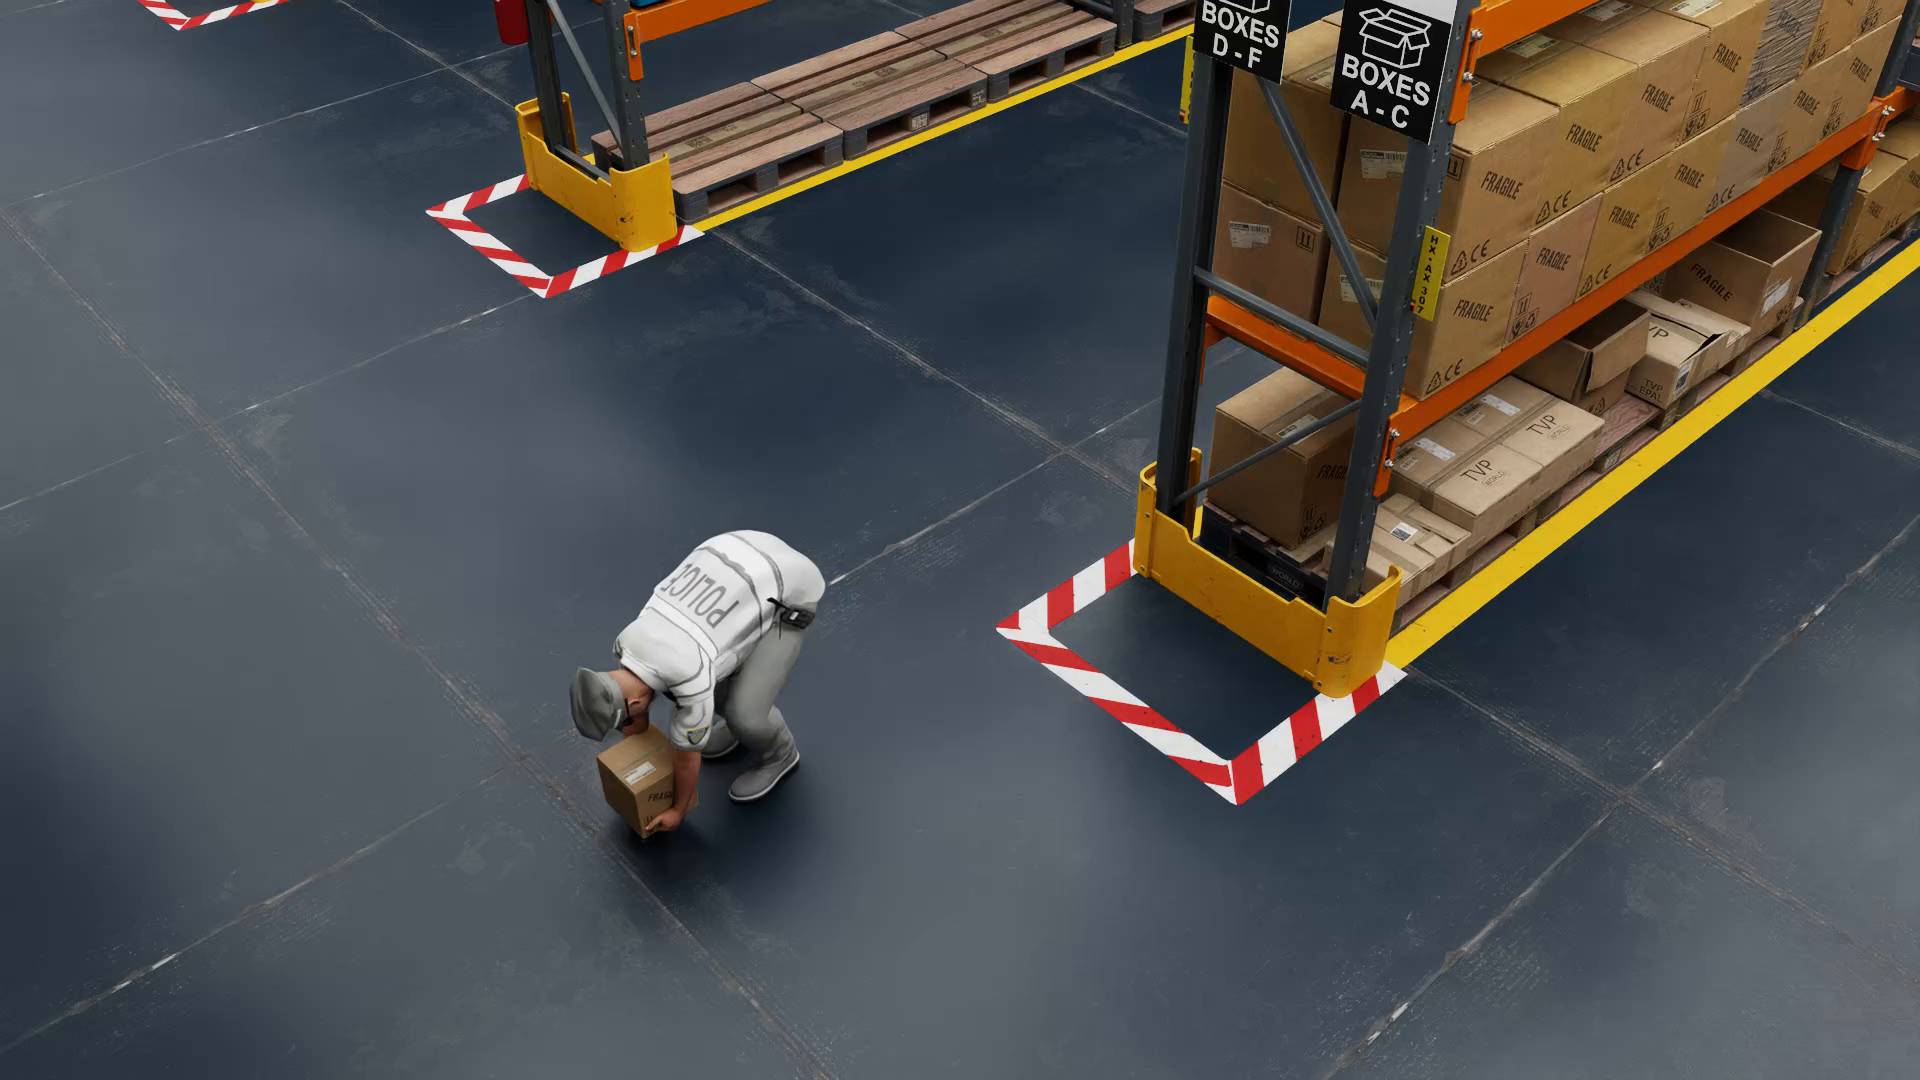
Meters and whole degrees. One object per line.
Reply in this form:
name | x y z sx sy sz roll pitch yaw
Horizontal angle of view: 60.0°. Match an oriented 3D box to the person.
person | -0.946 0.541 6.070 0.516 1.020 1.030 32 49 33
